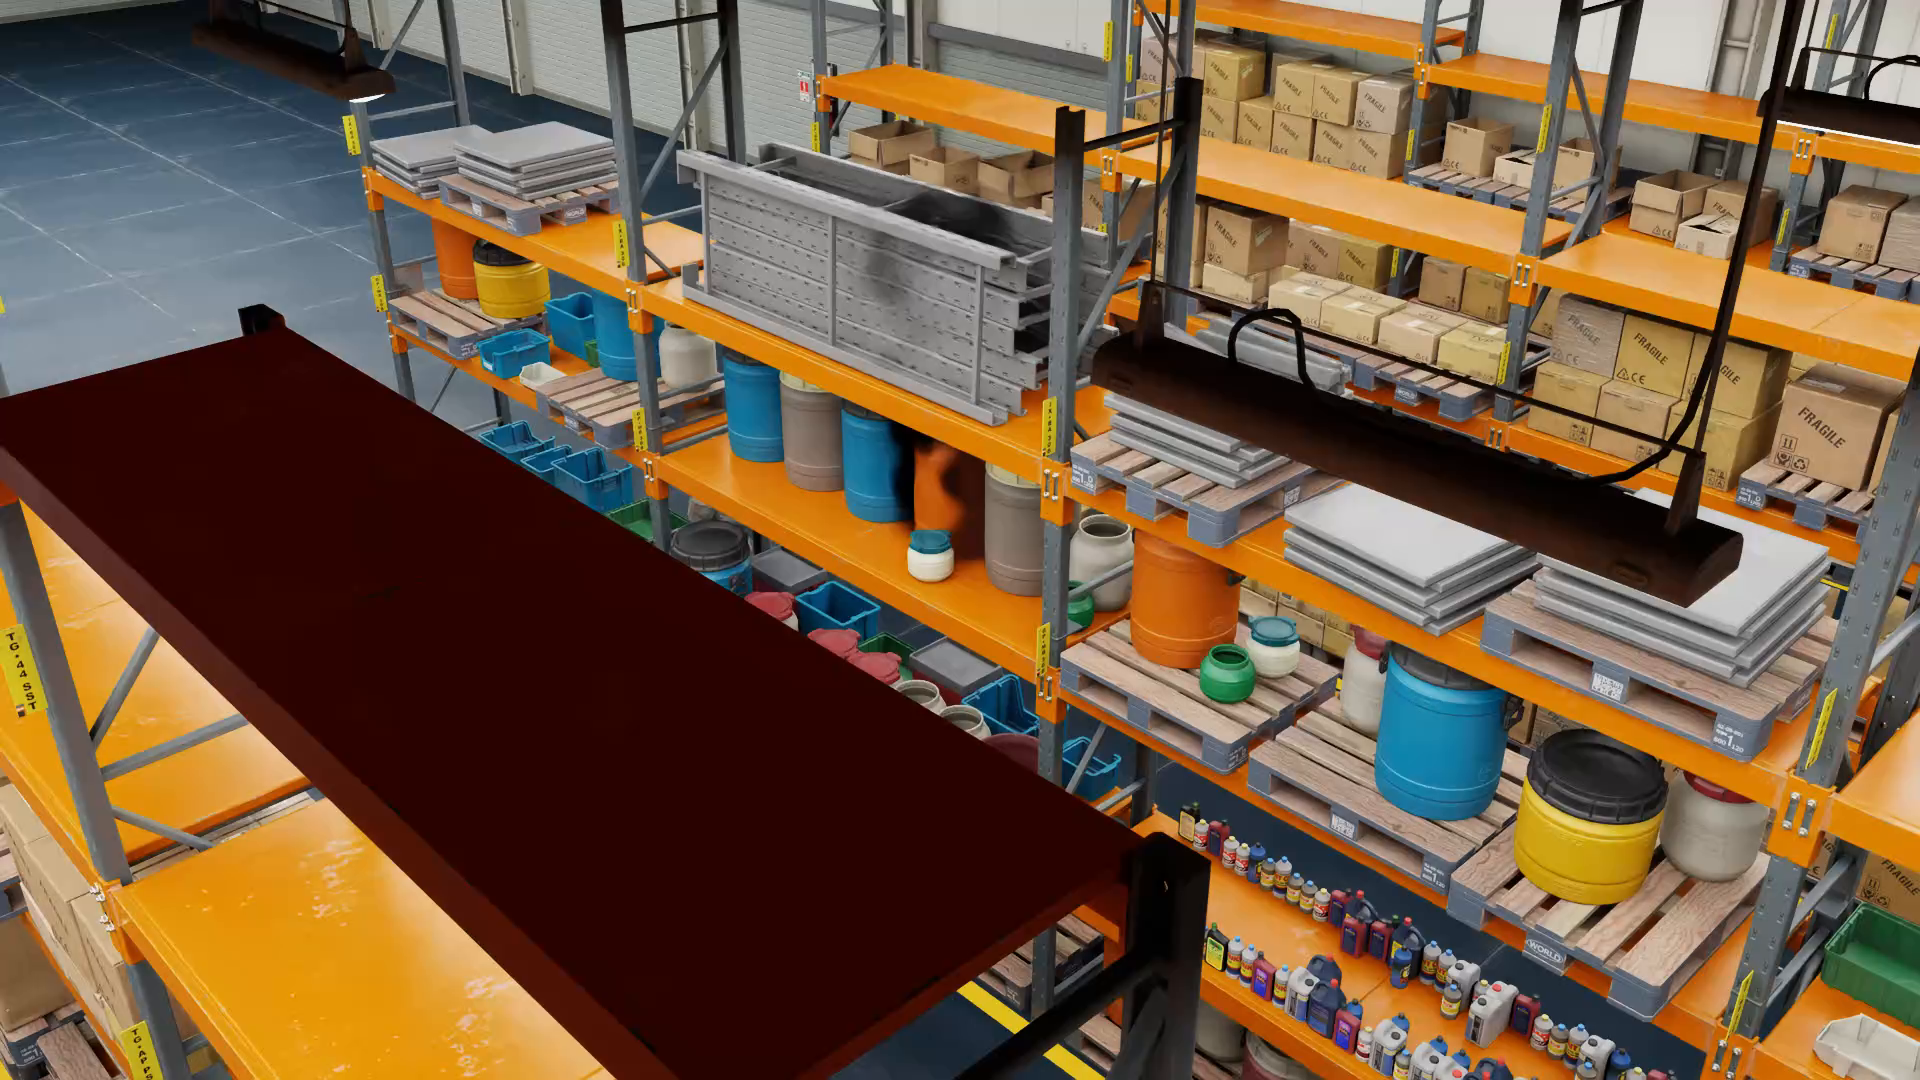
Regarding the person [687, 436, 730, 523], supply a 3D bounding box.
[{"bbox_3d":[-2.337,-0.387,15.770,0.653,1.732,0.666,-18,33,-30],"label":"person"}]
